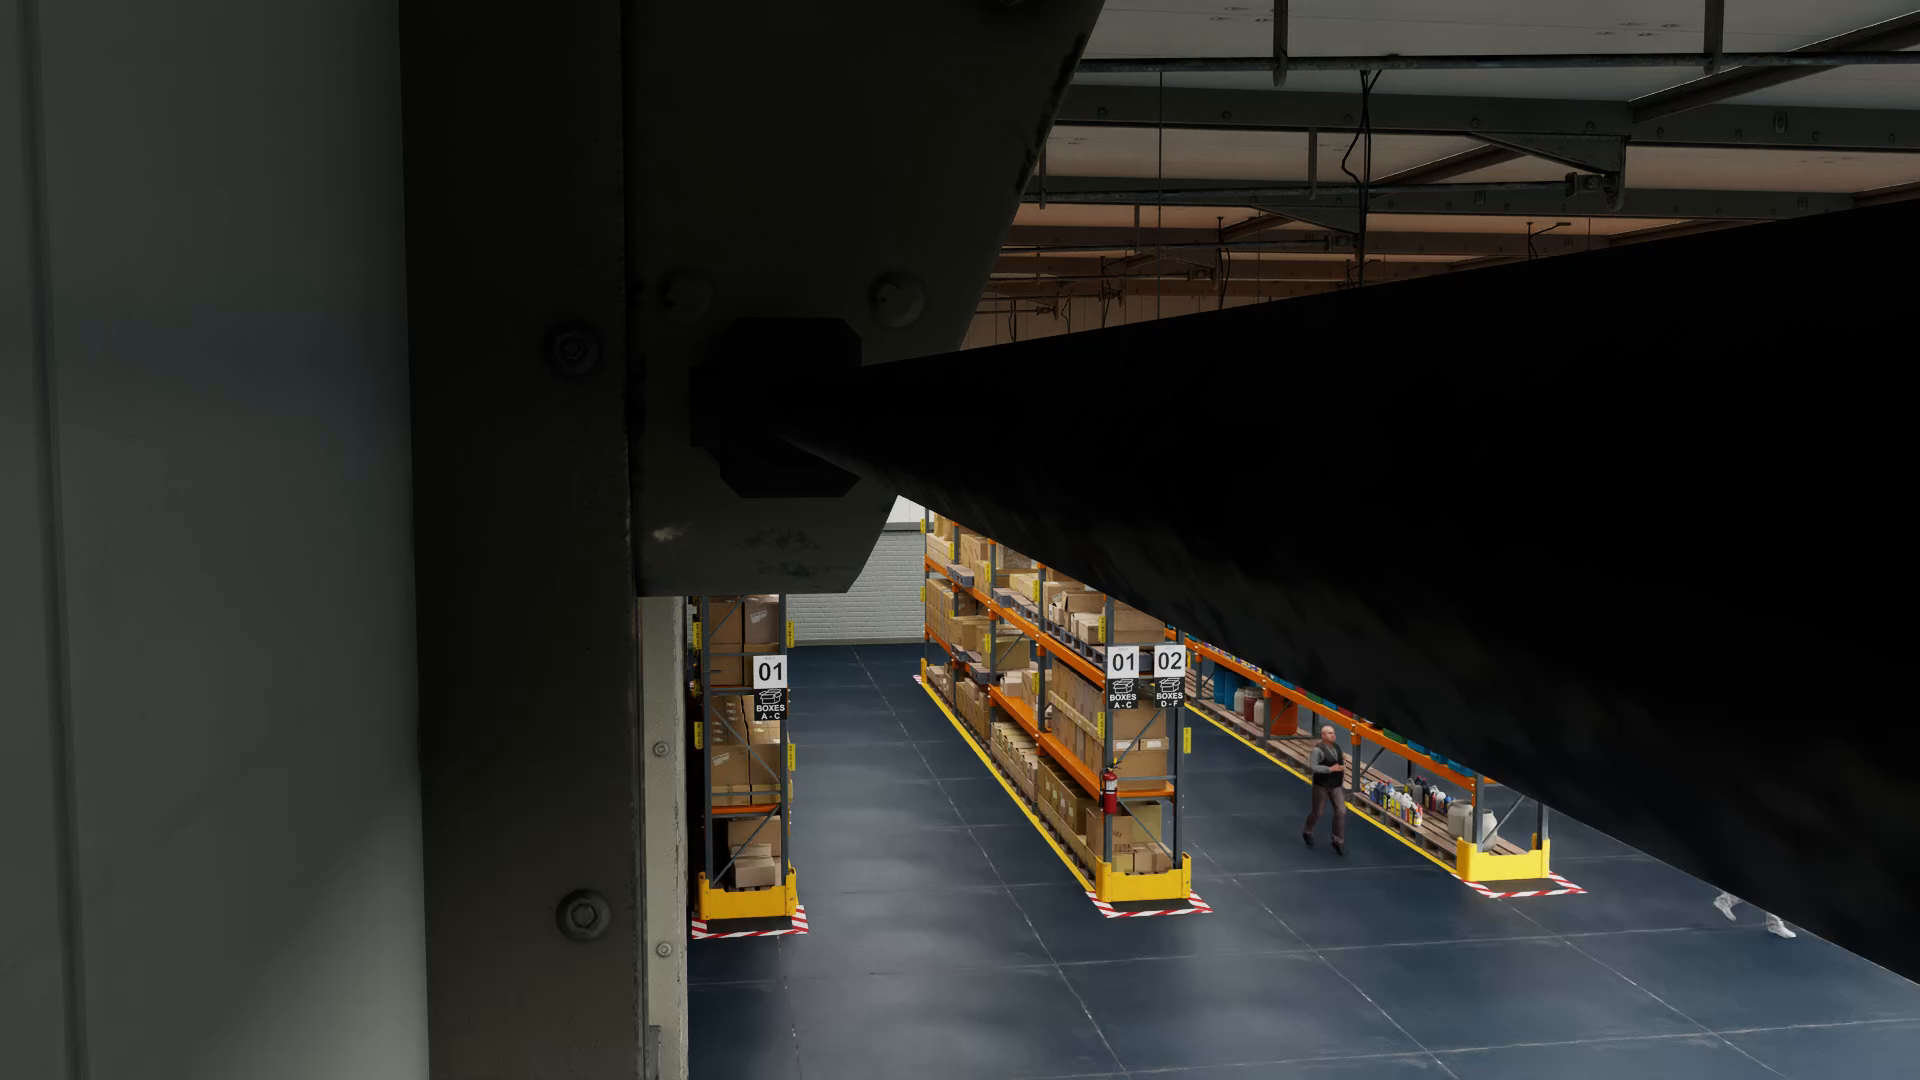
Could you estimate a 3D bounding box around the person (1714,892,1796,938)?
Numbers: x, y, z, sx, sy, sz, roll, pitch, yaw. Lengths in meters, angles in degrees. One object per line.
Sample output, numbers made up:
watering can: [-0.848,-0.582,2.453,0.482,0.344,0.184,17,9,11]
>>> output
person: [9.370,3.729,19.548,0.888,1.786,0.649,3,6,27]

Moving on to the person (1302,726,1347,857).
person: [5.055,3.449,22.989,0.645,1.795,0.808,-2,6,-25]
